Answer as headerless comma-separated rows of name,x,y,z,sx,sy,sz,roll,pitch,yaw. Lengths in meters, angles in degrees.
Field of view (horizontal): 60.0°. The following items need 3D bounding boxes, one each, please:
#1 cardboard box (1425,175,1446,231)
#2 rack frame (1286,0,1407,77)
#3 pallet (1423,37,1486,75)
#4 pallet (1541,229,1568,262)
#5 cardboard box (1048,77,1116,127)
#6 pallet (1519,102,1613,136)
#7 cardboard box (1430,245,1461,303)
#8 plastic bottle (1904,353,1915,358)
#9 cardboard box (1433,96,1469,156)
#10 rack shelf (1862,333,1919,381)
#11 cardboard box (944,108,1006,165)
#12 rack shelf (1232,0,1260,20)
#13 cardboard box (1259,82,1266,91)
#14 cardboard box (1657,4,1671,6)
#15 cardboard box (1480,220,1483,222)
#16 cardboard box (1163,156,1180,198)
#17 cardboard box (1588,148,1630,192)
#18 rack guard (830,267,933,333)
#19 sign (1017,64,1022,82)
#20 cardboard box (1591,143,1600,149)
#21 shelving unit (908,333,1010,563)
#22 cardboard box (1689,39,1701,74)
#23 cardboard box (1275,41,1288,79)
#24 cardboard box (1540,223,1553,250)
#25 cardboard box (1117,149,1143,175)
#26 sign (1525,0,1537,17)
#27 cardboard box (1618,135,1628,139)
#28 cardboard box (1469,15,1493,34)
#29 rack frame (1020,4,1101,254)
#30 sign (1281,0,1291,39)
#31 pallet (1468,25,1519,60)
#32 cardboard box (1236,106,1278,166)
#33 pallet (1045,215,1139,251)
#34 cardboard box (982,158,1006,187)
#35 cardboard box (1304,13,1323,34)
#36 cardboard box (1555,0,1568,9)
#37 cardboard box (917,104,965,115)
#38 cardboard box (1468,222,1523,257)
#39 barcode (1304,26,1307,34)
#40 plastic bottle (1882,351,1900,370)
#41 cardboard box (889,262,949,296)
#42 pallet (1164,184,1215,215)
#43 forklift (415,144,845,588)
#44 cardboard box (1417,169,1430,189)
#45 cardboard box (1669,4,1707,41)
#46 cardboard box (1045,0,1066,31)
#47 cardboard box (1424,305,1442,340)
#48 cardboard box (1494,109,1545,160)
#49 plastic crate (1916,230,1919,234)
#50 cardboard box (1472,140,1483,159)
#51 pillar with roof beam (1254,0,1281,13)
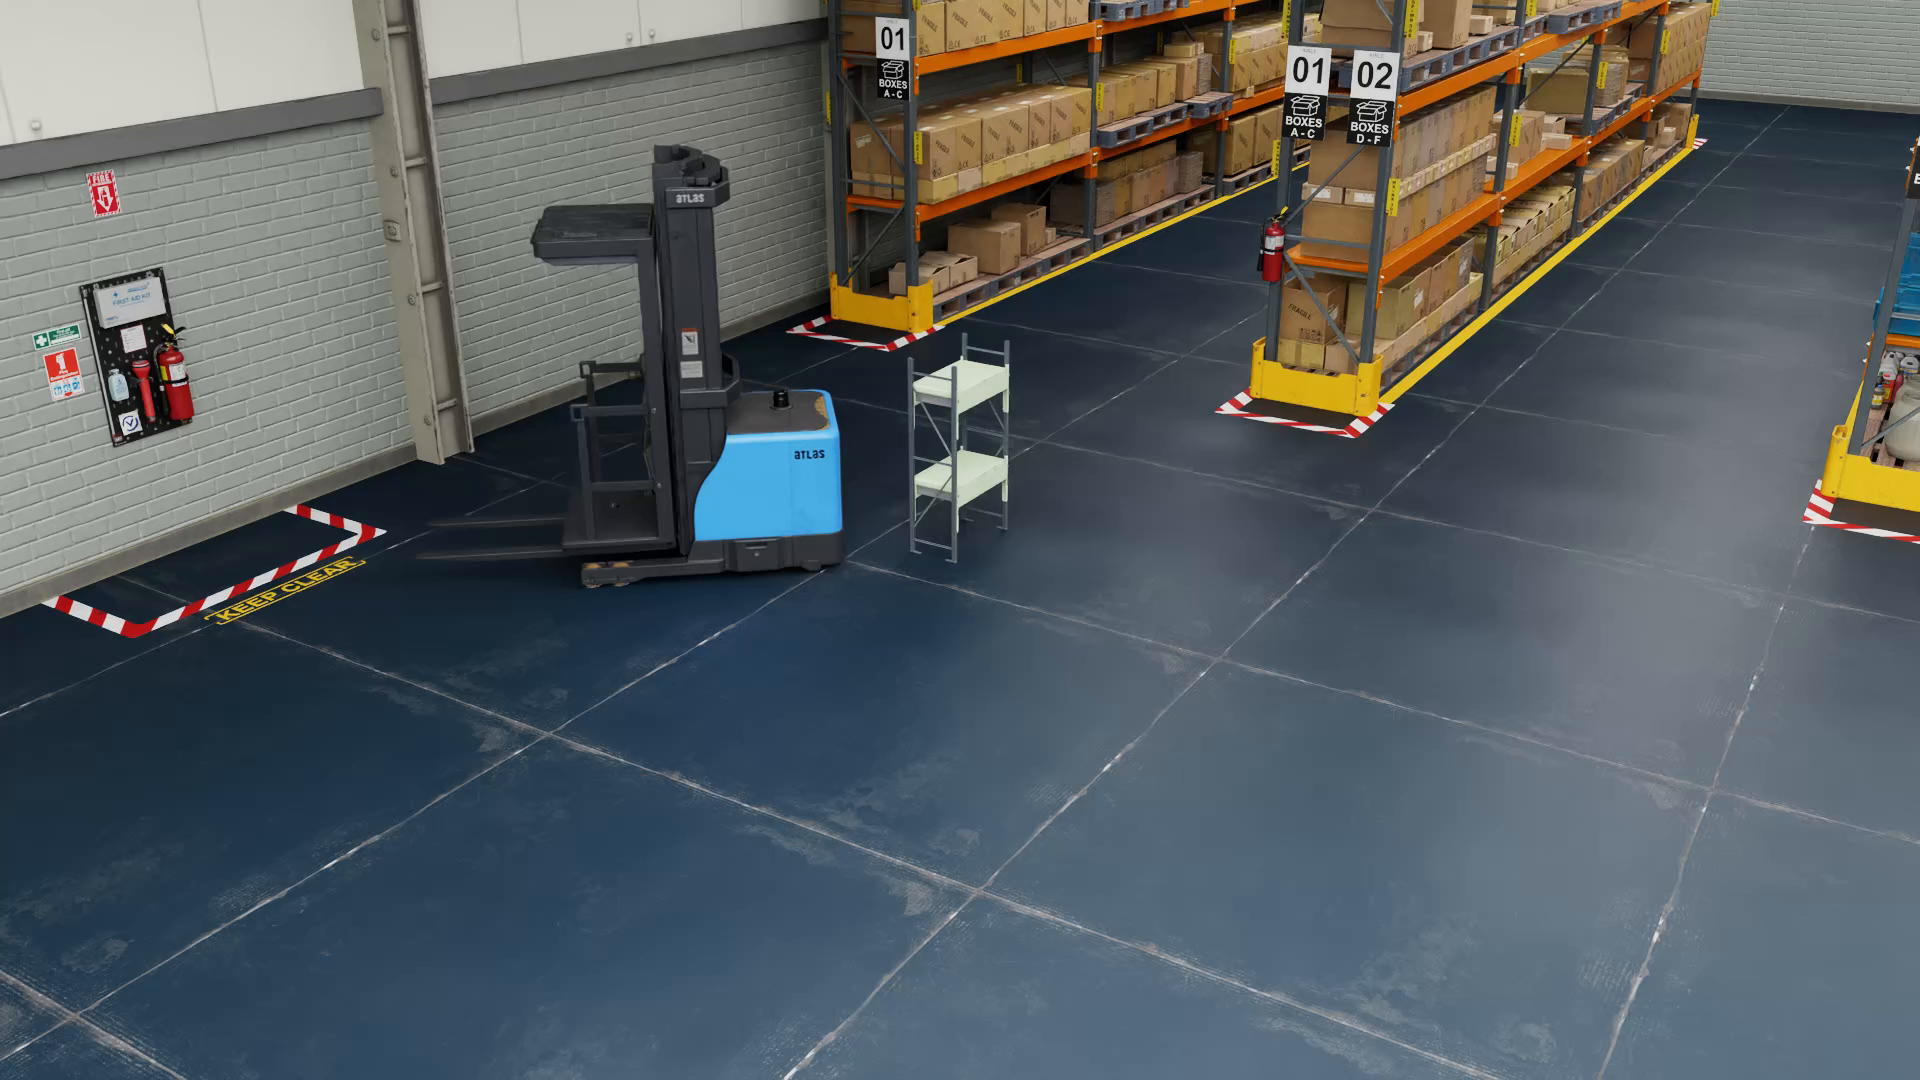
cardboard box,4.390,-3.406,16.551,0.700,0.500,0.500,15,27,31
rack frame,3.319,-5.435,13.813,1.000,3.000,0.127,14,27,29
pallet,4.357,-4.664,15.920,1.003,0.211,1.213,14,27,29
pallet,7.071,-3.833,21.173,1.003,0.211,1.213,14,27,29
cardboard box,1.516,-5.481,20.792,0.700,0.500,0.500,14,27,29
pallet,7.837,-5.537,21.843,1.213,0.211,1.003,14,27,29
cardboard box,4.836,-2.769,17.194,0.500,0.500,0.500,14,27,29
plastic bottle,8.883,-1.683,15.577,0.097,0.271,0.097,0,23,0
cardboard box,4.670,-4.182,16.712,0.700,0.500,0.500,14,27,29
rack shelf,8.580,-1.987,14.306,1.077,0.370,4.000,14,27,29
cardboard box,0.163,-4.439,18.284,0.500,0.500,0.500,13,27,27
rack shelf,4.383,-8.140,24.743,1.077,0.370,4.000,14,27,29
cardboard box,4.354,-6.815,24.844,0.380,0.149,0.250,14,27,30
cardboard box,11.031,-8.314,26.631,0.500,0.500,0.500,14,27,29
cardboard box,5.933,-3.762,19.726,0.500,0.311,0.500,14,27,29
cardboard box,2.622,-5.070,23.114,0.700,0.500,0.500,14,27,29
cardboard box,9.099,-5.226,23.474,0.500,0.500,0.500,14,27,30
rack guard,-0.851,-2.597,17.956,1.175,0.500,0.348,14,27,29
sign,0.745,-5.715,20.554,0.100,0.325,0.005,14,27,29
cardboard box,8.915,-5.492,24.089,0.500,0.500,0.500,14,27,30
shelving unit,-0.004,-0.686,12.282,0.431,1.500,0.755,14,27,29
cardboard box,11.483,-7.744,26.572,0.500,0.500,0.500,14,27,29
cardboard box,4.617,-7.240,25.009,0.500,0.500,0.500,15,27,30
cardboard box,6.932,-3.740,20.382,0.500,0.250,0.500,15,27,30
cardboard box,2.093,-5.045,22.113,0.500,0.250,0.500,13,27,27
sign,5.901,-5.566,17.142,0.100,0.325,0.005,14,27,29
cardboard box,10.104,-6.205,25.974,0.500,0.311,0.500,14,27,29
cardboard box,5.025,-5.086,16.393,0.380,0.149,0.250,14,27,29
rack frame,1.218,-5.069,20.519,1.000,3.000,0.127,14,27,29
sign,2.865,-4.547,14.522,0.100,0.325,0.005,14,27,29
pallet,5.001,-5.074,16.868,1.003,0.211,1.213,14,27,29
cardboard box,4.295,-6.140,25.170,0.750,0.750,0.750,14,27,29
pallet,1.628,-4.052,21.680,1.003,0.211,1.213,14,27,29
cardboard box,0.171,-4.106,18.459,0.500,0.250,0.500,13,27,28
cardboard box,5.409,-8.093,26.036,0.500,0.250,0.500,15,27,30
cardboard box,6.775,-6.346,19.354,0.500,0.250,0.500,13,27,28
cardboard box,-0.281,-4.550,18.540,0.500,0.500,0.500,13,27,28
cardboard box,6.127,-3.475,19.064,0.500,0.311,0.500,14,27,28
barcode,3.068,-4.528,14.762,0.001,0.075,0.075,14,27,29
plastic bottle,8.533,-1.586,15.255,0.144,0.351,0.185,14,27,29
cardboard box,-0.450,-2.901,18.343,0.500,0.311,0.500,11,26,23
pallet,2.915,-4.876,23.583,1.003,0.211,1.213,14,27,29
forklift,-2.396,-1.229,11.736,3.031,2.935,1.130,-3,24,-8
cardboard box,4.252,-3.461,15.863,0.380,0.149,0.250,13,27,27
cardboard box,11.492,-8.208,26.386,0.500,0.500,0.500,15,27,30
cardboard box,0.884,-6.110,18.997,0.500,0.500,0.500,11,26,25
cardboard box,4.583,-2.253,16.947,0.500,0.250,0.500,14,27,29
cardboard box,6.668,-4.858,19.906,0.500,0.500,0.500,12,26,26
plastic crate,9.251,-2.814,15.388,0.767,0.338,0.504,14,27,29
cardboard box,5.199,-4.067,17.262,0.380,0.149,0.250,13,27,27
pillar with roof beam,8.730,-10.037,24.444,9.100,9.000,0.400,14,27,29
